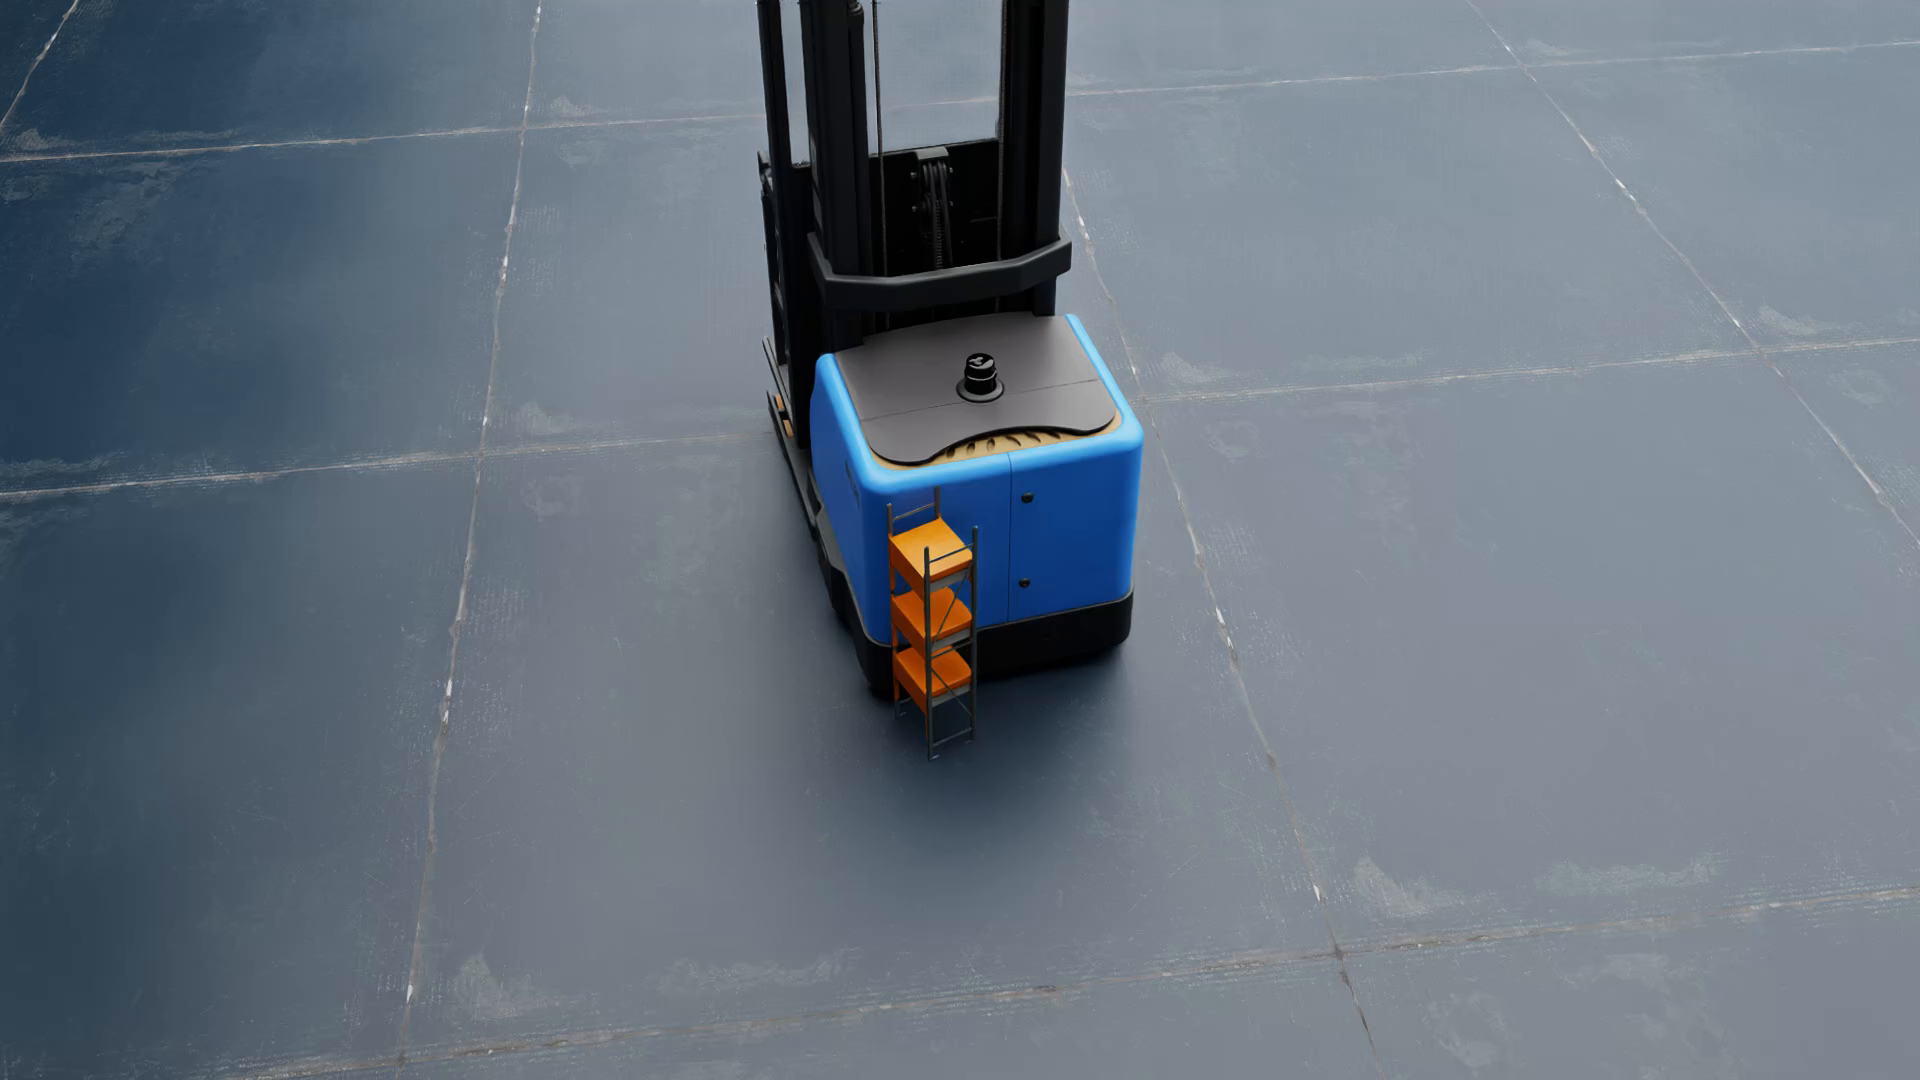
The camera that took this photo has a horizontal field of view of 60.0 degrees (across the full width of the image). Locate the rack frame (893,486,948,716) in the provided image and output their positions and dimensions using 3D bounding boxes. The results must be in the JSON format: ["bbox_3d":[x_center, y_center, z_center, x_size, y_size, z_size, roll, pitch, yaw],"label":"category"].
[{"bbox_3d":[-0.132,0.239,5.899,0.200,1.050,0.008,-18,45,-19],"label":"rack frame"}]

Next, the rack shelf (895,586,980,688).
[{"bbox_3d":[-0.079,0.320,5.824,0.215,0.259,0.240,-18,45,-19],"label":"rack shelf"}]

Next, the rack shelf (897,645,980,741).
[{"bbox_3d":[-0.079,0.526,6.010,0.215,0.259,0.240,-18,45,-19],"label":"rack shelf"}]

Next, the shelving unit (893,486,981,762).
[{"bbox_3d":[-0.079,0.312,5.817,0.215,1.050,0.252,-18,45,-19],"label":"shelving unit"}]

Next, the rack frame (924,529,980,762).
[{"bbox_3d":[-0.026,0.386,5.736,0.200,1.050,0.008,-18,45,-19],"label":"rack frame"}]

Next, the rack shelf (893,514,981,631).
[{"bbox_3d":[-0.079,0.109,5.634,0.215,0.259,0.240,-18,45,-19],"label":"rack shelf"}]

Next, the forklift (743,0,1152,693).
[{"bbox_3d":[-0.264,-1.516,6.440,1.130,2.935,3.031,-13,44,-14],"label":"forklift"}]
